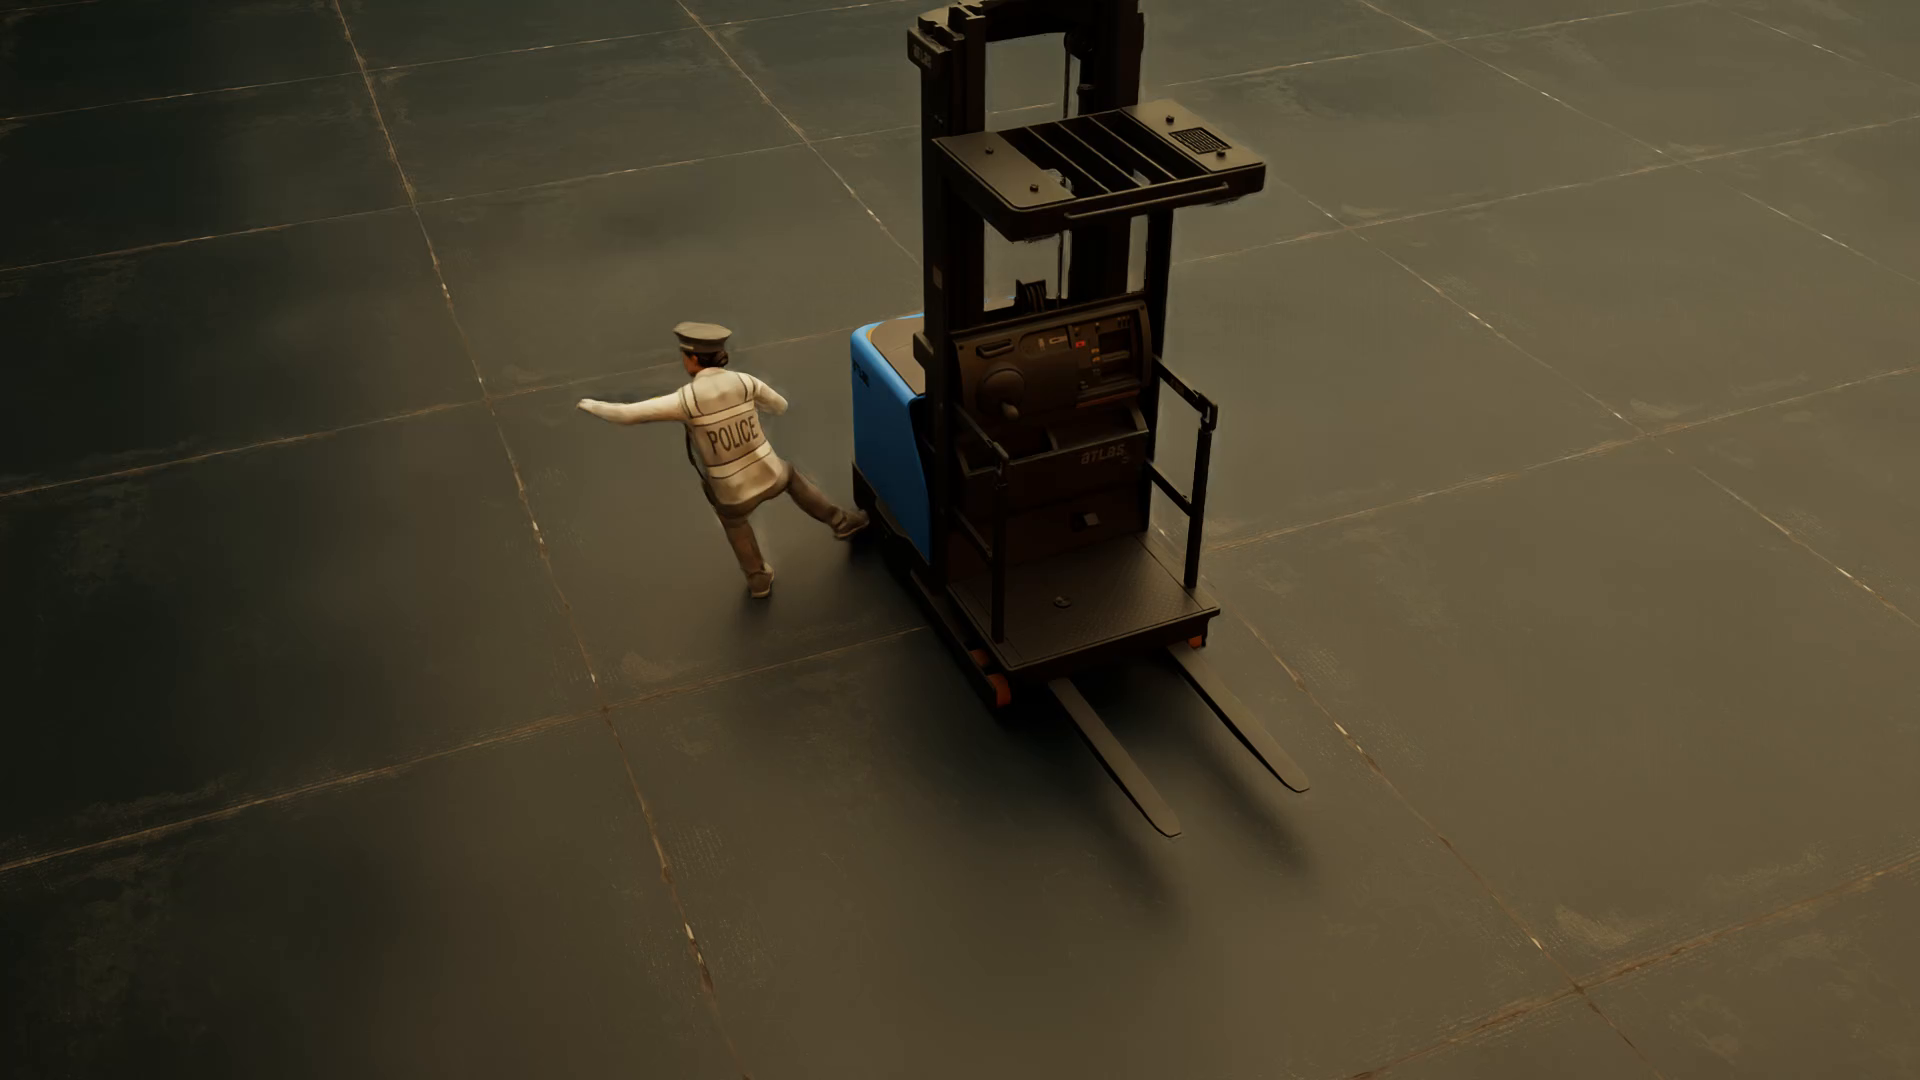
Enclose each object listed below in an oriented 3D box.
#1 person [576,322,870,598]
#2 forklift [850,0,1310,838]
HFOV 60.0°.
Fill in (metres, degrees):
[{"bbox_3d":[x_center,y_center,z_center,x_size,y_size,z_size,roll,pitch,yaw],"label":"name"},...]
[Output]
[{"bbox_3d":[-1.061,-0.437,8.048,1.334,1.428,0.793,-21,40,-26],"label":"person"},{"bbox_3d":[0.506,-0.714,7.103,1.130,2.935,3.031,-15,38,-20],"label":"forklift"}]
